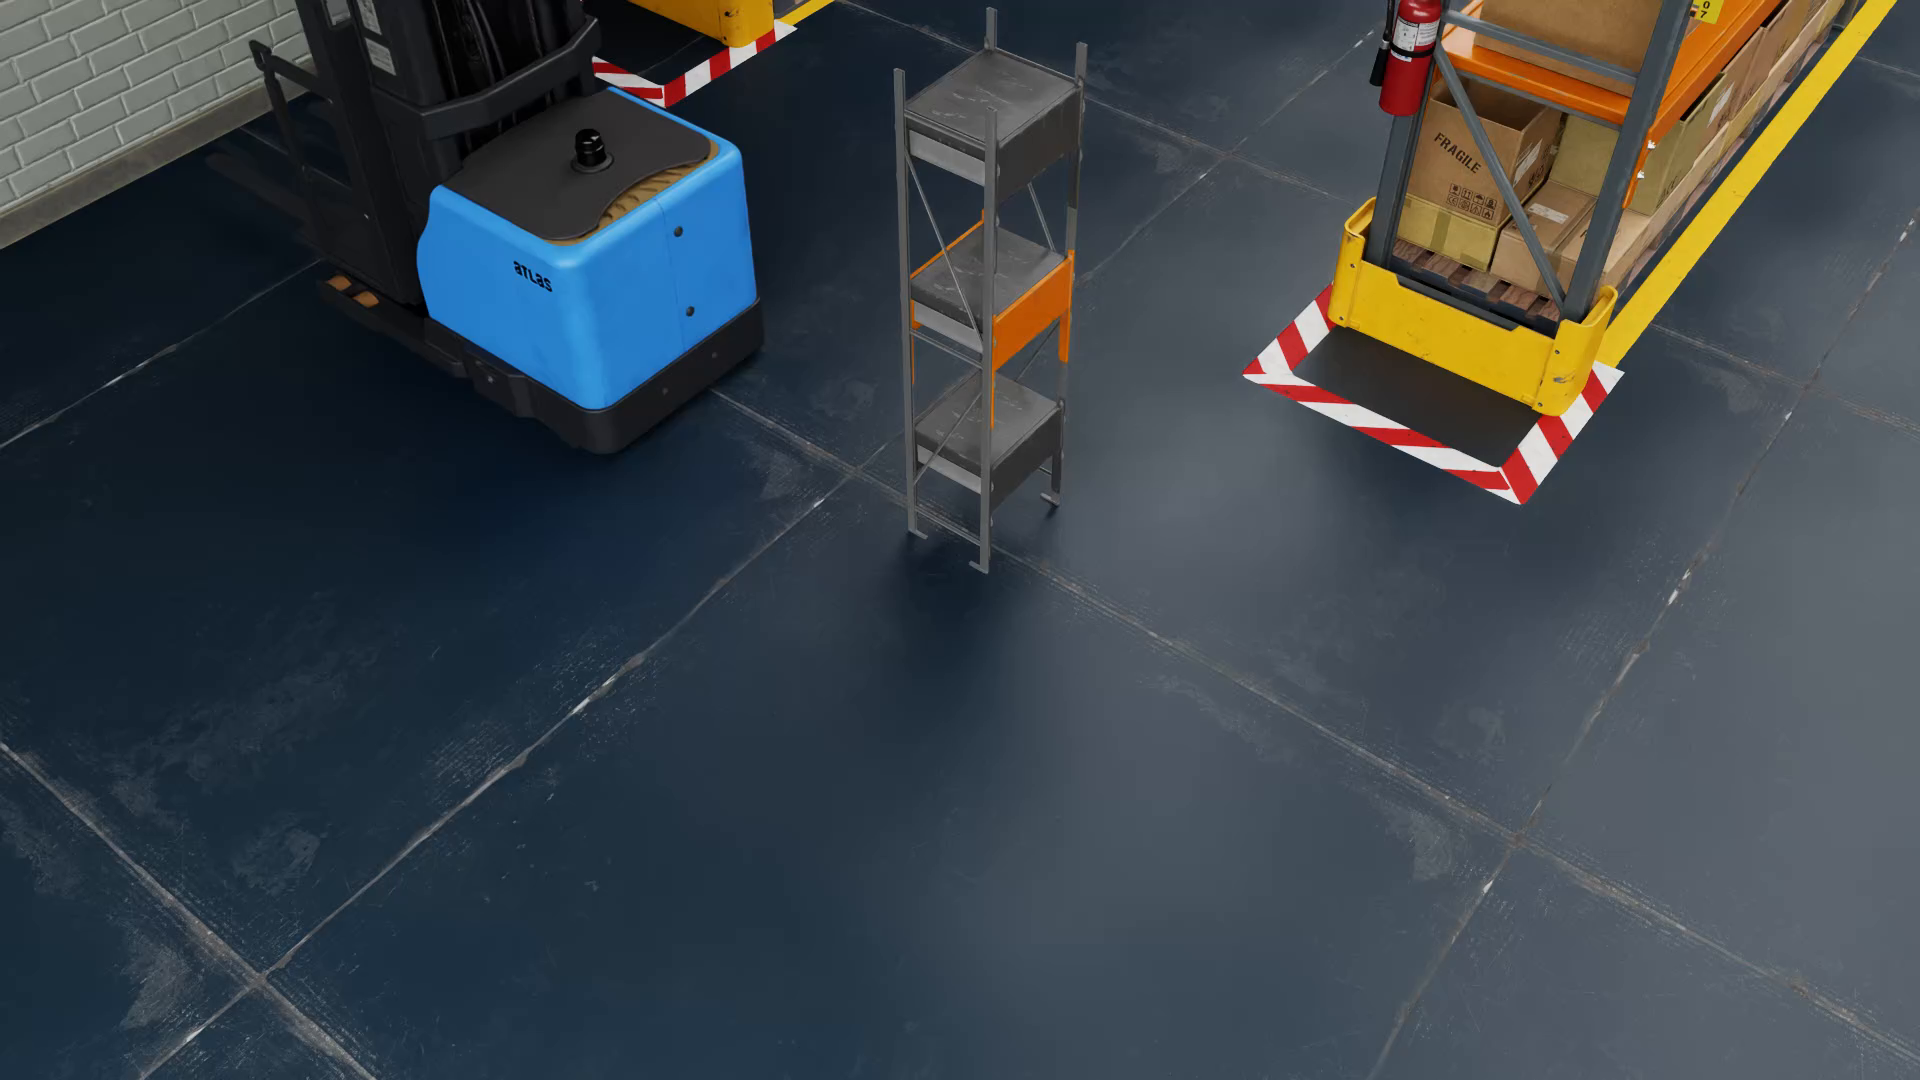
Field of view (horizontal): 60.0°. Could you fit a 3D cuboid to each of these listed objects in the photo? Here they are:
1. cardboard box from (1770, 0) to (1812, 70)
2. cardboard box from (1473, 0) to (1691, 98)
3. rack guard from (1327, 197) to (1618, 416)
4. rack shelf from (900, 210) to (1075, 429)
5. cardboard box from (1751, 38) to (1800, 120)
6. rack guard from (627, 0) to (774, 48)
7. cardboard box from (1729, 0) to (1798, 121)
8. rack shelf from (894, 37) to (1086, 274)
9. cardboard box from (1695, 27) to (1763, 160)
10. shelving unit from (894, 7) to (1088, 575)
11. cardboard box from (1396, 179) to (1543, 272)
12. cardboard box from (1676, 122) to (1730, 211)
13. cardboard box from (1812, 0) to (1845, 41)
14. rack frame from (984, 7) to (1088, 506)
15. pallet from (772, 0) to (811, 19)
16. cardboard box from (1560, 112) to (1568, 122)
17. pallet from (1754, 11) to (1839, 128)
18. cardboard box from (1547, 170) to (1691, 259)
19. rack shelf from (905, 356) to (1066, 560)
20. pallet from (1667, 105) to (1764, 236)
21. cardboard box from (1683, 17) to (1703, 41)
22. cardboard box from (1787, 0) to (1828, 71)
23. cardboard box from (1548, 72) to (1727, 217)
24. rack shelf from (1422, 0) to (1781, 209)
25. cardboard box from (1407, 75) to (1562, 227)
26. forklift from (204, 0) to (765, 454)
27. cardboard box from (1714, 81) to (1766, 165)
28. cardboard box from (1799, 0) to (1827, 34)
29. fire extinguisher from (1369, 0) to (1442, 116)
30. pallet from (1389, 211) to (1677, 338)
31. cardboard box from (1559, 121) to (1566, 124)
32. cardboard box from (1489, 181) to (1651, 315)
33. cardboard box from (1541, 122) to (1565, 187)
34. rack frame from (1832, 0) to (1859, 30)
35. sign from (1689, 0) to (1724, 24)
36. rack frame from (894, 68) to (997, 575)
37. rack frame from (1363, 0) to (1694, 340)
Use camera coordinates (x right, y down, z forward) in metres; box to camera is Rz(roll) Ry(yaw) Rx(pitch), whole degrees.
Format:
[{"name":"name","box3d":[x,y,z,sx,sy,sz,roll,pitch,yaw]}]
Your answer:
[{"name":"cardboard box","box3d":[3.984,-2.740,8.386,0.500,0.500,0.500,29,53,25]},{"name":"cardboard box","box3d":[2.562,-2.224,6.731,0.700,0.500,0.500,29,53,25]},{"name":"rack guard","box3d":[2.252,-1.051,7.408,1.175,0.500,0.348,29,53,25]},{"name":"rack shelf","box3d":[0.101,-0.811,6.091,0.431,0.518,0.480,29,53,25]},{"name":"cardboard box","box3d":[3.994,-2.475,8.651,0.500,0.250,0.500,29,53,25]},{"name":"rack guard","box3d":[-1.609,-3.296,9.552,1.175,0.500,0.348,29,53,25]},{"name":"cardboard box","box3d":[3.690,-2.448,8.106,0.500,0.500,0.500,29,53,25]},{"name":"rack shelf","box3d":[0.101,-1.294,5.585,0.431,0.518,0.480,29,53,25]},{"name":"cardboard box","box3d":[3.370,-2.169,7.840,0.500,0.500,0.500,29,53,25]},{"name":"shelving unit","box3d":[0.101,-0.820,6.081,0.431,2.100,0.503,29,53,25]},{"name":"cardboard box","box3d":[2.361,-1.560,7.777,0.500,0.250,0.500,29,53,25]},{"name":"cardboard box","box3d":[3.379,-1.905,8.107,0.500,0.250,0.500,29,53,25]},{"name":"cardboard box","box3d":[4.601,-3.050,9.200,0.500,0.250,0.500,29,53,25]},{"name":"rack frame","box3d":[0.250,-0.960,6.215,0.400,2.100,0.015,29,53,25]},{"name":"pallet","box3d":[-1.085,-3.645,10.086,1.003,0.211,1.213,29,53,25]},{"name":"cardboard box","box3d":[2.959,-2.399,8.060,0.500,0.500,0.500,29,53,25]},{"name":"pallet","box3d":[4.193,-2.817,9.295,1.003,0.211,1.213,29,53,25]},{"name":"cardboard box","box3d":[3.073,-1.619,7.833,0.500,0.250,0.500,29,53,25]},{"name":"rack shelf","box3d":[0.101,-0.327,6.597,0.431,0.518,0.480,29,53,25]},{"name":"pallet","box3d":[3.447,-2.116,8.625,1.003,0.211,1.213,29,53,25]},{"name":"cardboard box","box3d":[2.879,-2.526,7.020,0.700,0.500,0.500,31,53,26]},{"name":"cardboard box","box3d":[4.288,-2.768,8.931,0.500,0.250,0.500,29,53,25]},{"name":"cardboard box","box3d":[3.075,-1.877,7.562,0.500,0.500,0.500,29,53,25]},{"name":"rack shelf","box3d":[3.489,-2.824,7.870,1.077,0.370,4.000,29,53,25]},{"name":"cardboard box","box3d":[2.359,-1.820,7.507,0.500,0.500,0.500,29,53,25]},{"name":"forklift","box3d":[-2.354,-2.265,6.886,3.031,2.935,1.130,30,53,25]},{"name":"cardboard box","box3d":[3.689,-2.189,8.378,0.500,0.250,0.500,29,53,25]},{"name":"cardboard box","box3d":[4.287,-3.028,8.661,0.500,0.500,0.500,29,53,25]},{"name":"fire extinguisher","box3d":[1.827,-2.039,6.677,0.296,0.674,0.183,29,53,25]},{"name":"pallet","box3d":[2.701,-1.421,7.961,1.003,0.211,1.213,29,53,25]},{"name":"cardboard box","box3d":[2.961,-2.139,8.330,0.500,0.250,0.500,29,53,25]},{"name":"cardboard box","box3d":[2.770,-1.331,7.559,0.500,0.250,0.500,29,53,25]},{"name":"cardboard box","box3d":[2.657,-1.852,8.056,0.500,0.250,0.500,29,53,25]},{"name":"rack frame","box3d":[4.712,-4.217,8.703,1.000,3.000,0.127,29,53,25]},{"name":"sign","box3d":[2.702,-2.005,5.938,0.100,0.325,0.005,29,53,25]},{"name":"rack frame","box3d":[-0.048,-0.680,5.948,0.400,2.100,0.015,29,53,25]},{"name":"rack frame","box3d":[2.266,-1.928,6.517,1.000,3.000,0.127,29,53,25]}]
